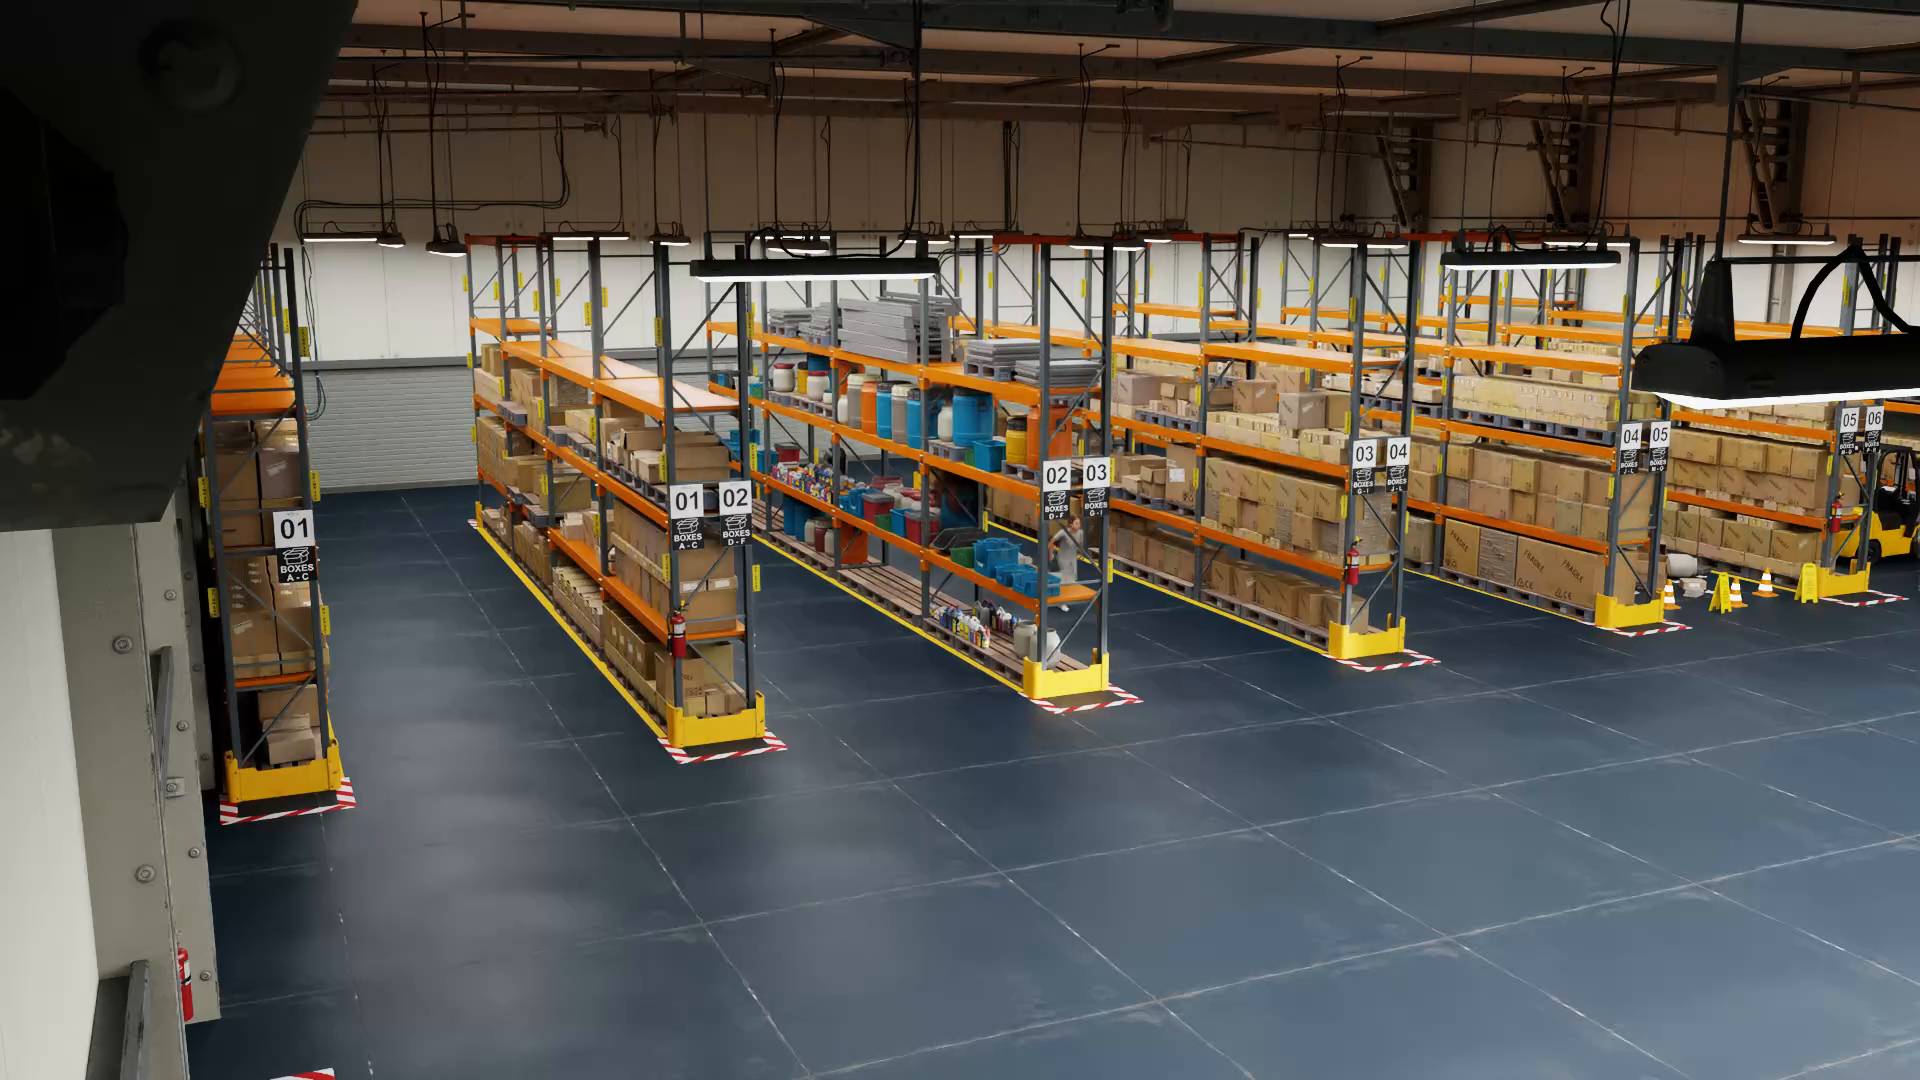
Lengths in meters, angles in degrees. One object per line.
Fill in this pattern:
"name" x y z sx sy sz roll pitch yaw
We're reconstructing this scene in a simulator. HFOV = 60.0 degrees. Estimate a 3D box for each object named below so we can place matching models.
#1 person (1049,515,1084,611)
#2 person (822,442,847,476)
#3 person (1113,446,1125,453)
"person" 1.743 0.355 27.208 0.554 1.600 0.704 -8 13 -35
"person" -2.653 -1.386 35.866 0.649 1.692 0.605 -7 13 -31
"person" 3.188 -1.132 34.397 0.645 1.701 0.892 -5 12 -25
